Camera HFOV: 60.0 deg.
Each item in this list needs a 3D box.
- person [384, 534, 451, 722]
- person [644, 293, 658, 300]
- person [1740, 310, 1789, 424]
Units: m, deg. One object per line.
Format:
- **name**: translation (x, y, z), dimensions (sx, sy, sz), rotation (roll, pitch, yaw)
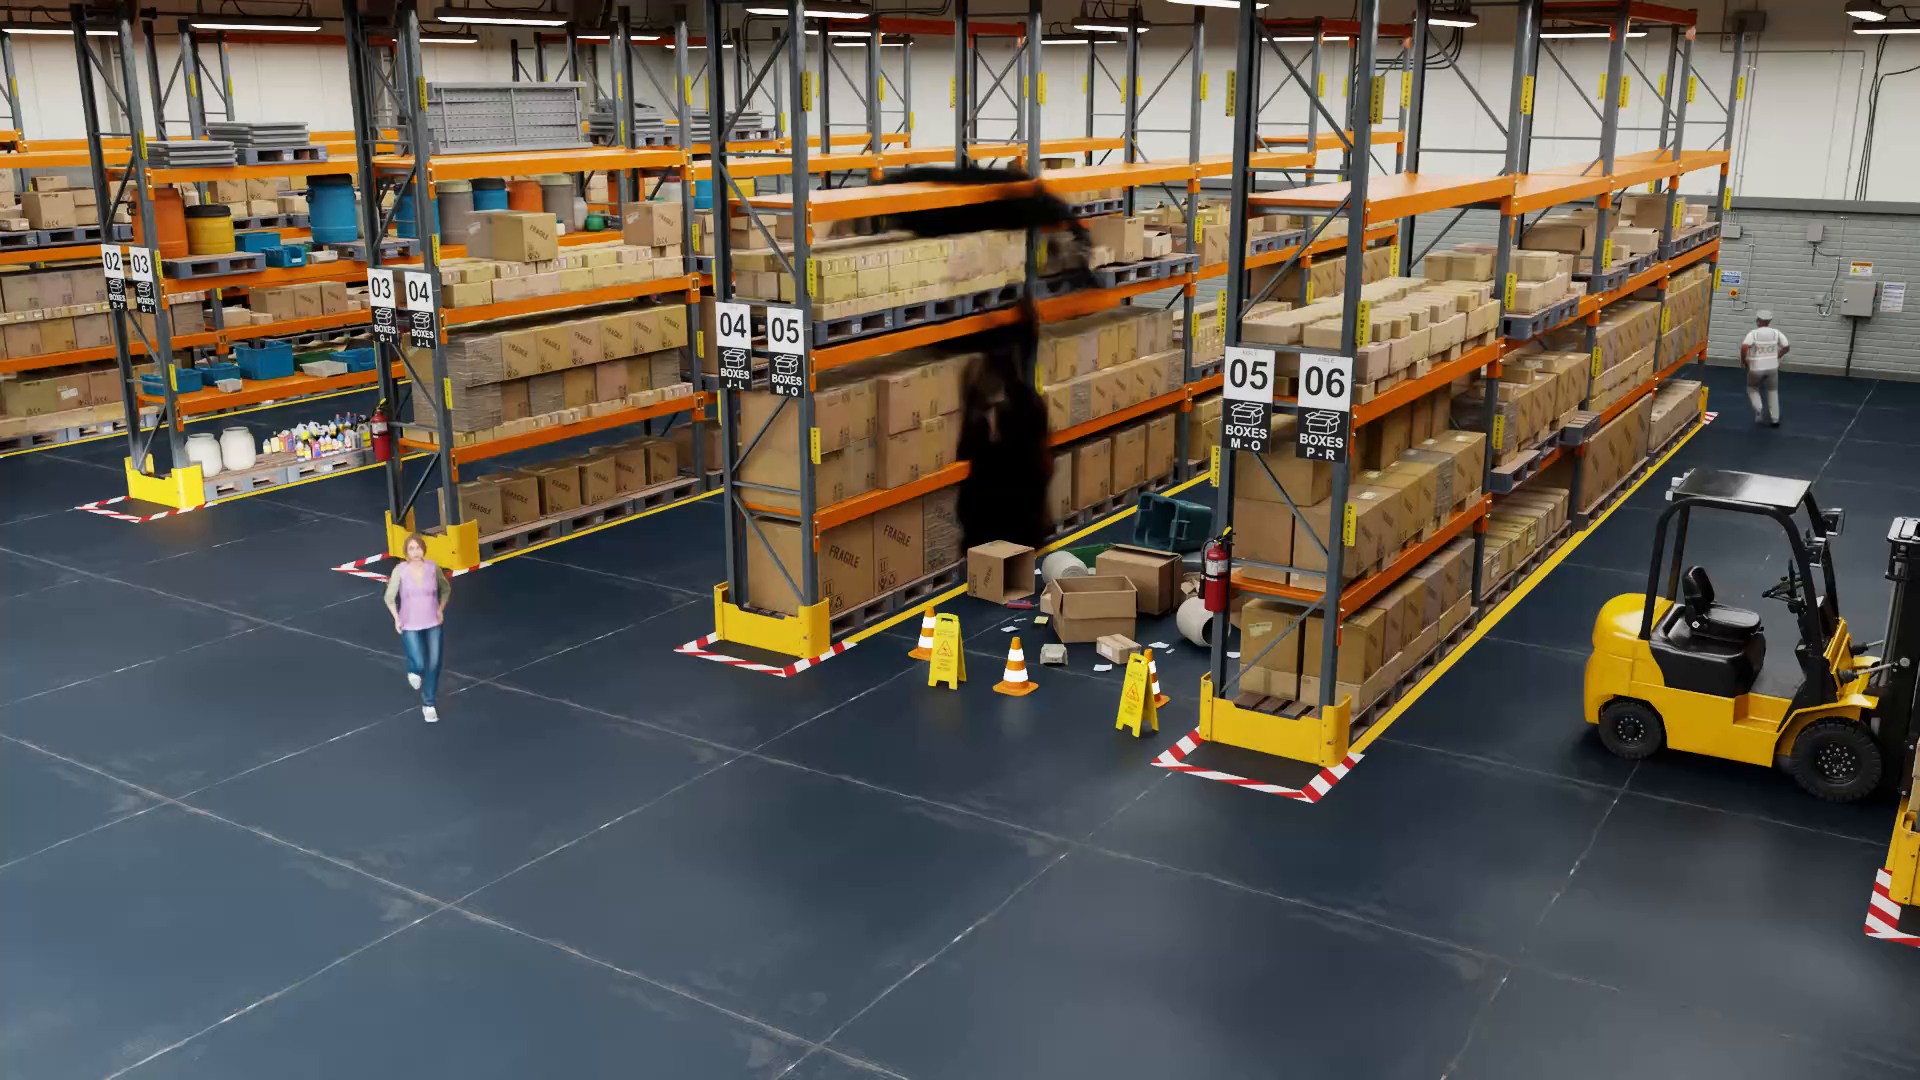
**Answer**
- **person**: translation (-4.489, 0.700, 13.847), dimensions (0.536, 1.563, 0.576), rotation (-7, 17, -25)
- **person**: translation (-5.663, -3.957, 30.276), dimensions (0.723, 1.747, 0.634), rotation (9, 18, 29)
- **person**: translation (12.293, -2.642, 25.530), dimensions (0.720, 1.767, 0.642), rotation (4, 16, 13)
